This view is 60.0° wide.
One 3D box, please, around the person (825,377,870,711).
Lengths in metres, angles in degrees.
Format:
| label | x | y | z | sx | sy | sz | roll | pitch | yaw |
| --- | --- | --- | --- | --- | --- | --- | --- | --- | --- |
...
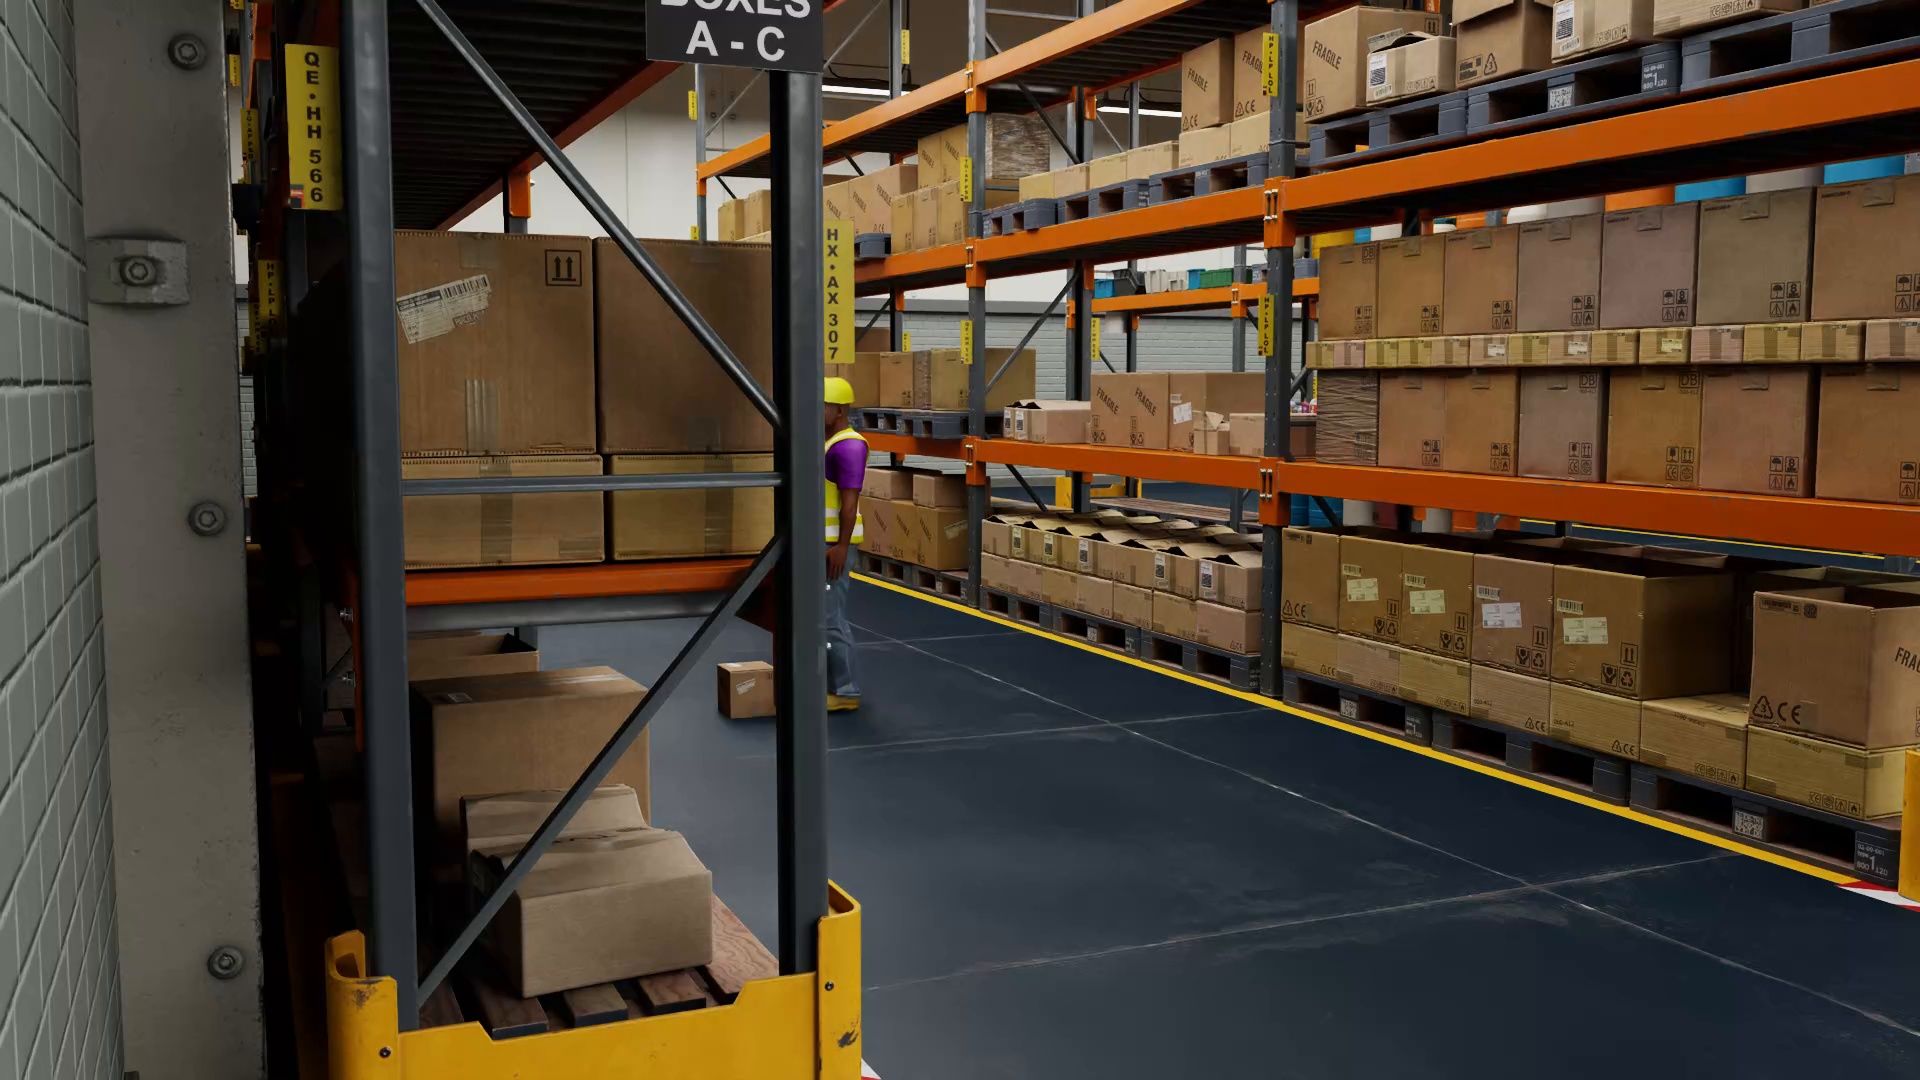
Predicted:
| label | x | y | z | sx | sy | sz | roll | pitch | yaw |
| --- | --- | --- | --- | --- | --- | --- | --- | --- | --- |
| person | -0.691 | 0.022 | 8.833 | 0.370 | 1.763 | 0.564 | -2 | 6 | -21 |
